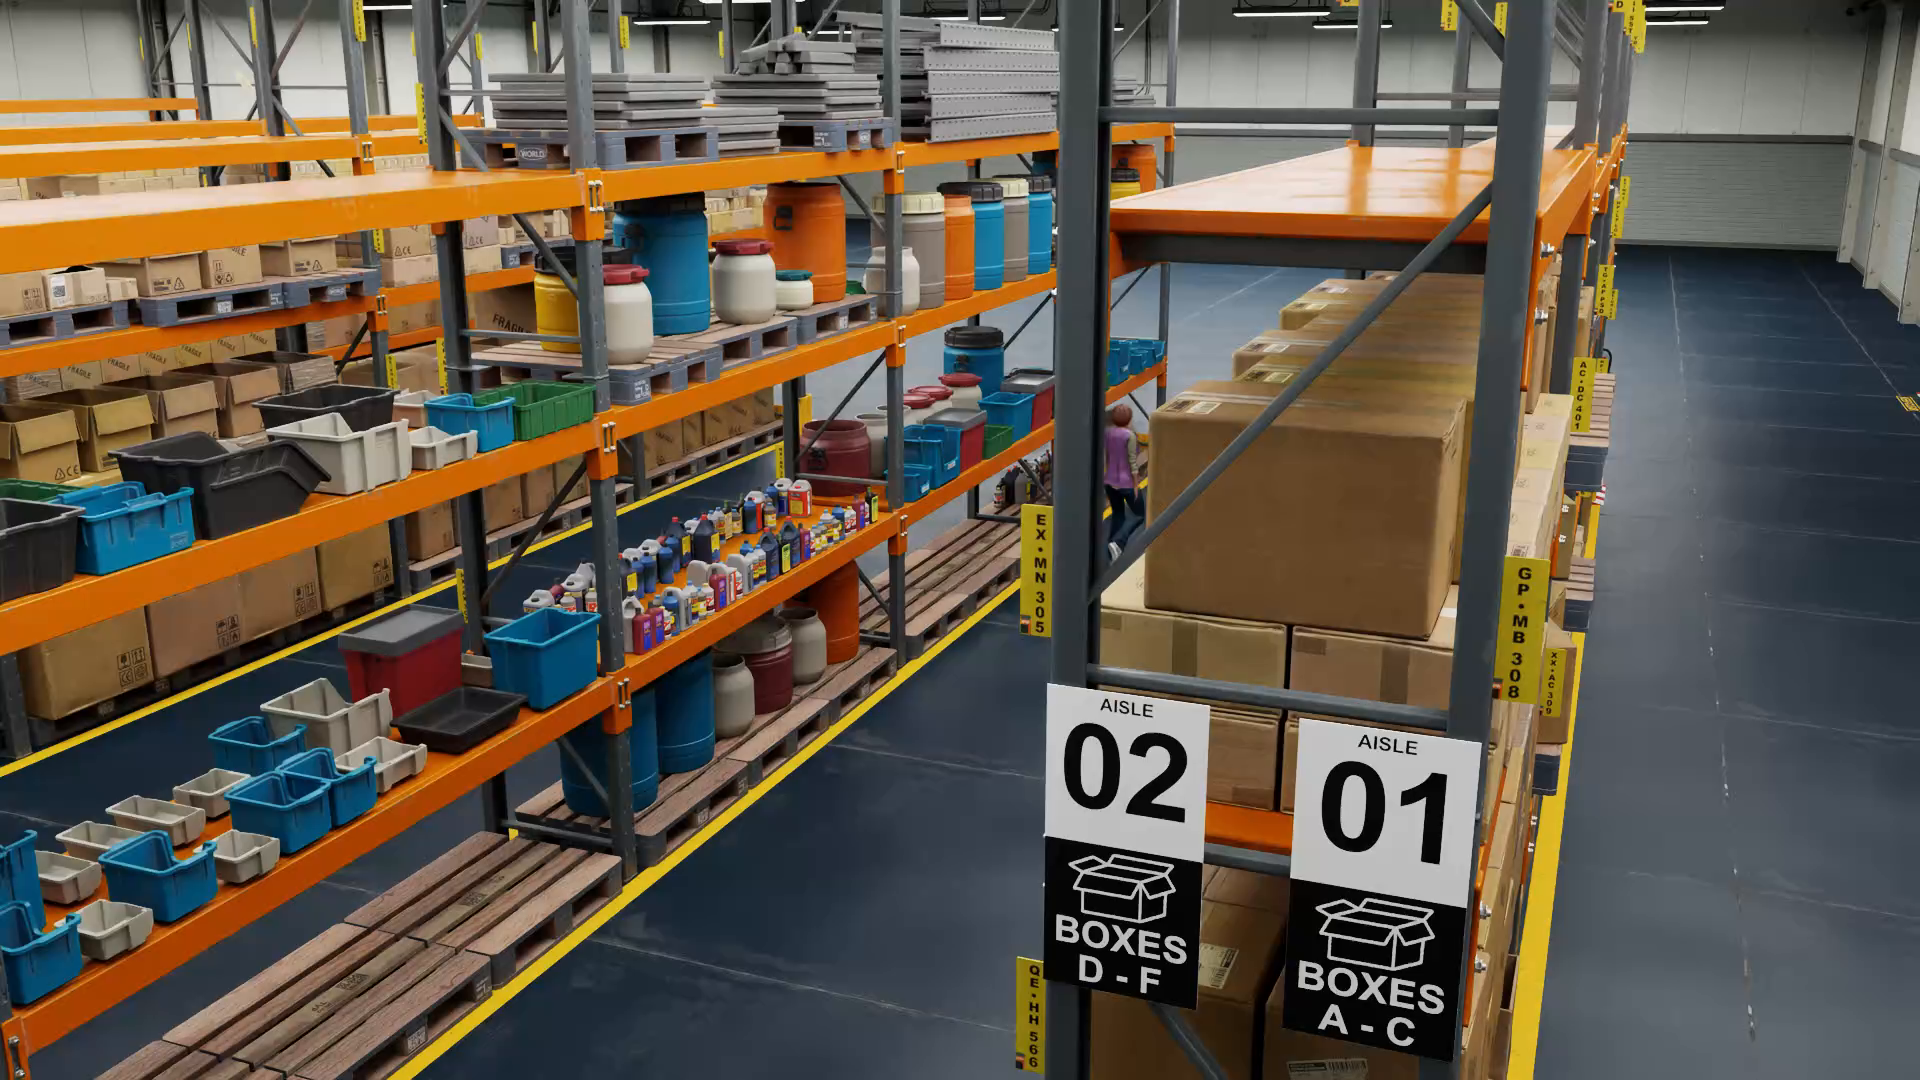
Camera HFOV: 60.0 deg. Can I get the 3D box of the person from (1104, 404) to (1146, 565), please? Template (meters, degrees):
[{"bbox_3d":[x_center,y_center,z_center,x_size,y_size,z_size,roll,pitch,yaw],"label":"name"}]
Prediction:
[{"bbox_3d":[1.531,-0.513,15.923,0.407,1.595,0.466,15,21,43],"label":"person"}]
